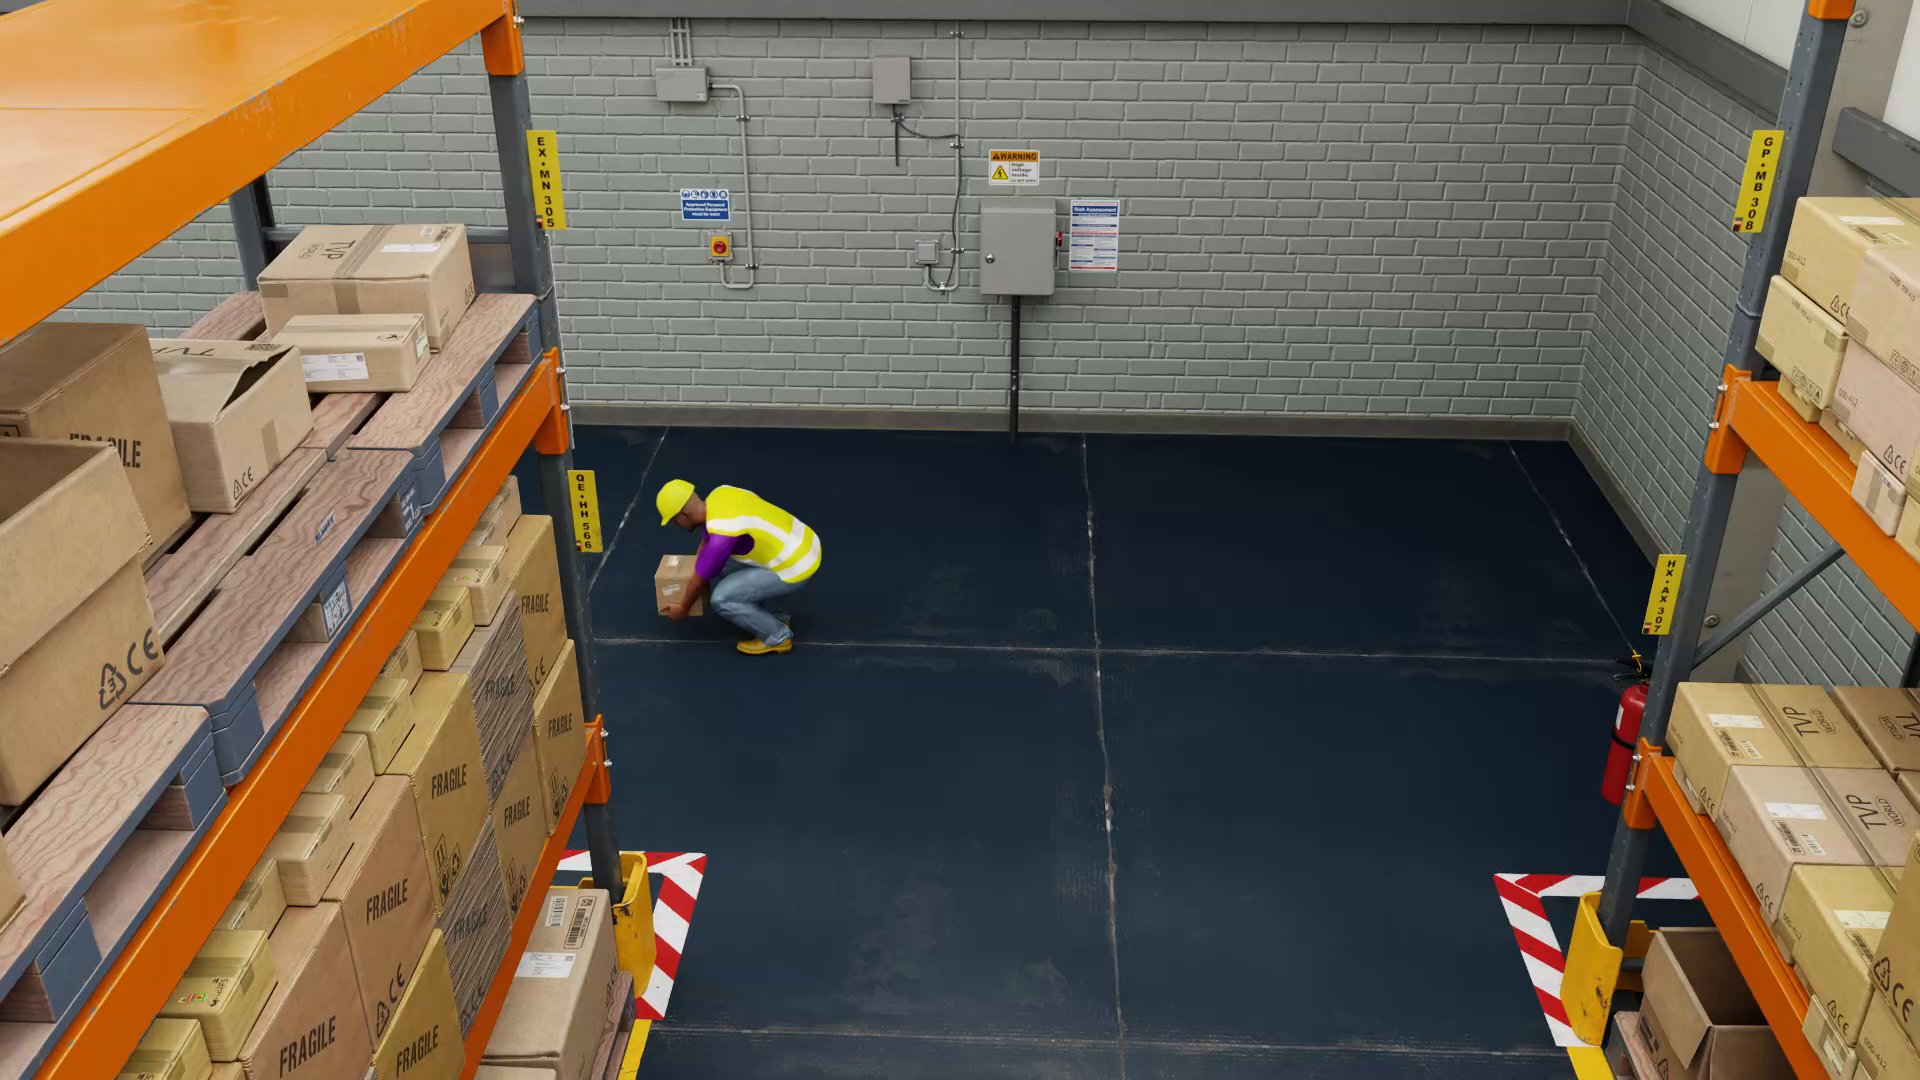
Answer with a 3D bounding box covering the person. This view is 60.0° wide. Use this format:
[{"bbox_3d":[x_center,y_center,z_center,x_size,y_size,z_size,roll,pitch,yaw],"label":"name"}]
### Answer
[{"bbox_3d":[-1.217,0.122,9.184,0.899,1.010,0.541,0,28,1],"label":"person"}]
